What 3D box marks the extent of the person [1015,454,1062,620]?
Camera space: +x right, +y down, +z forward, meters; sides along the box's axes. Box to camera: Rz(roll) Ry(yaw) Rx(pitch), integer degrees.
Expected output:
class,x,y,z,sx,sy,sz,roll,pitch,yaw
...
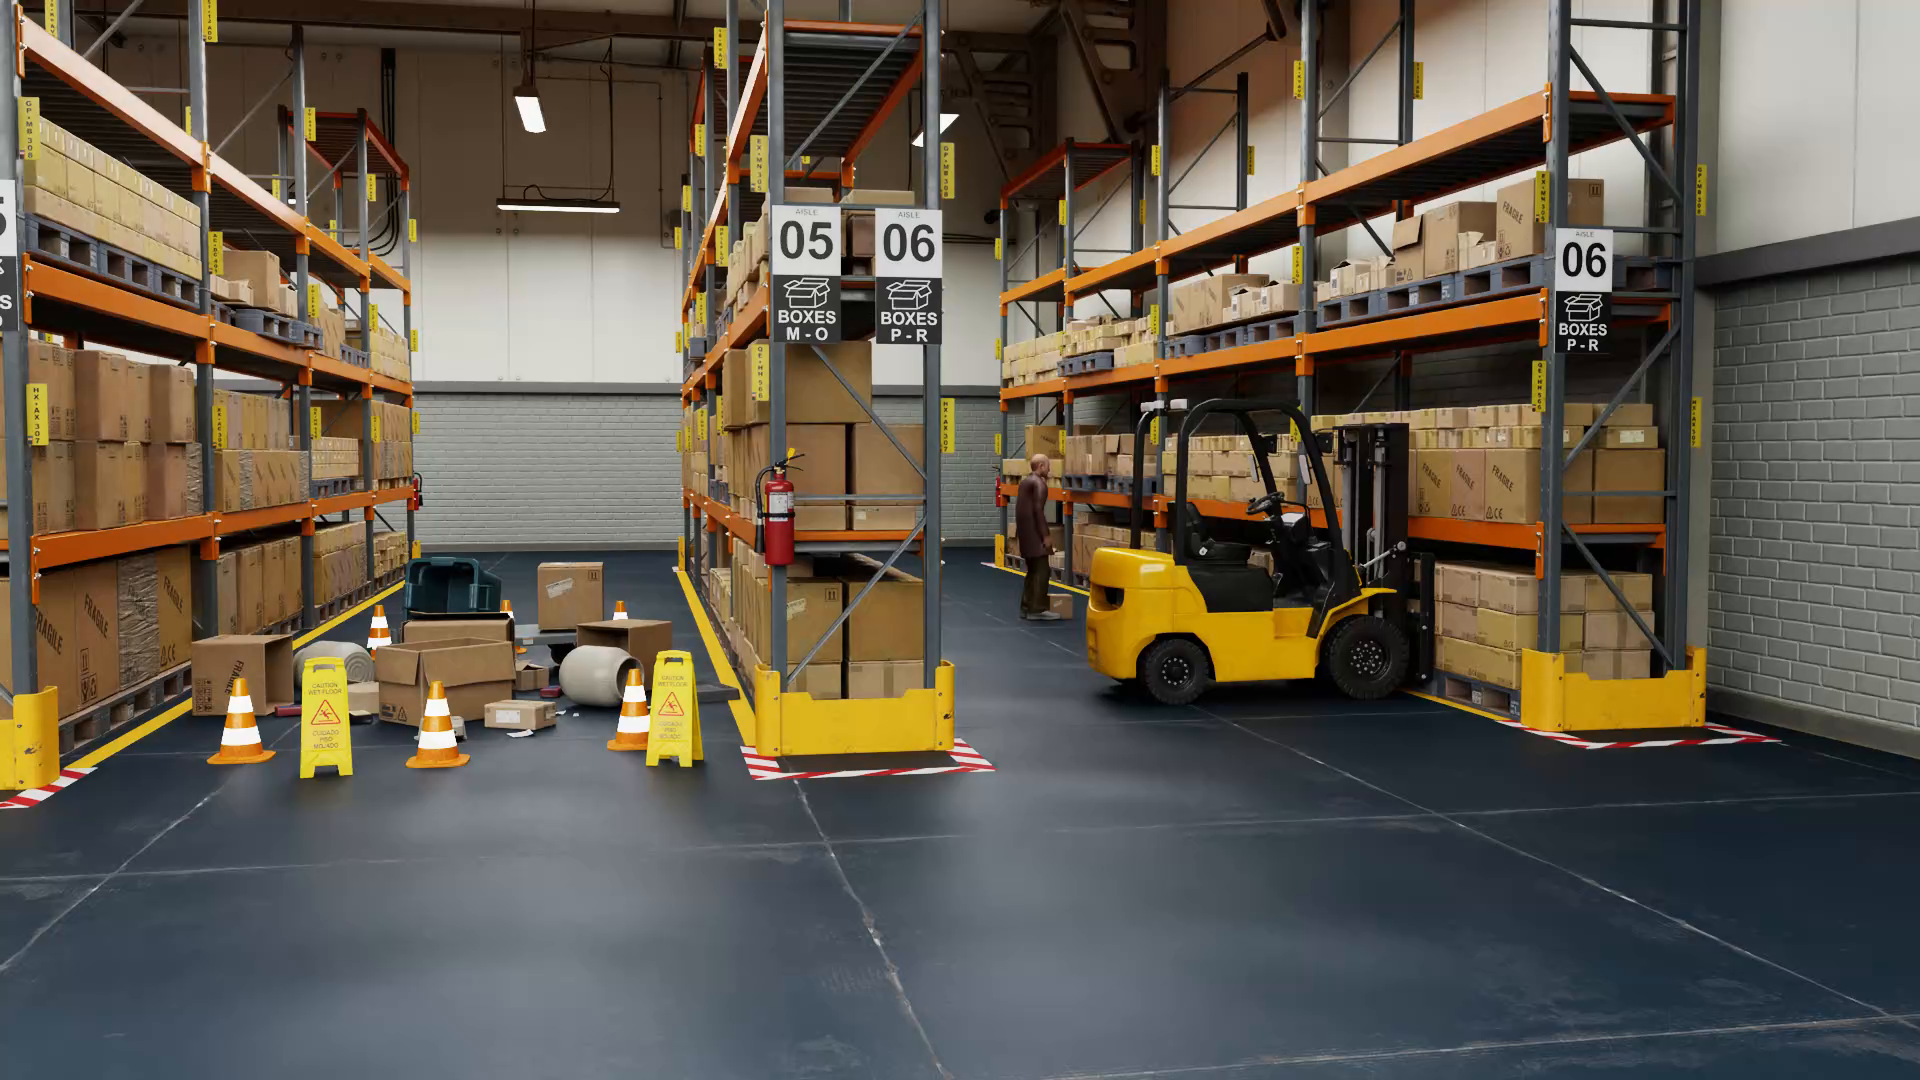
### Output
class,x,y,z,sx,sy,sz,roll,pitch,yaw
person,0.821,-0.040,17.914,0.429,1.772,0.647,-1,3,-15
